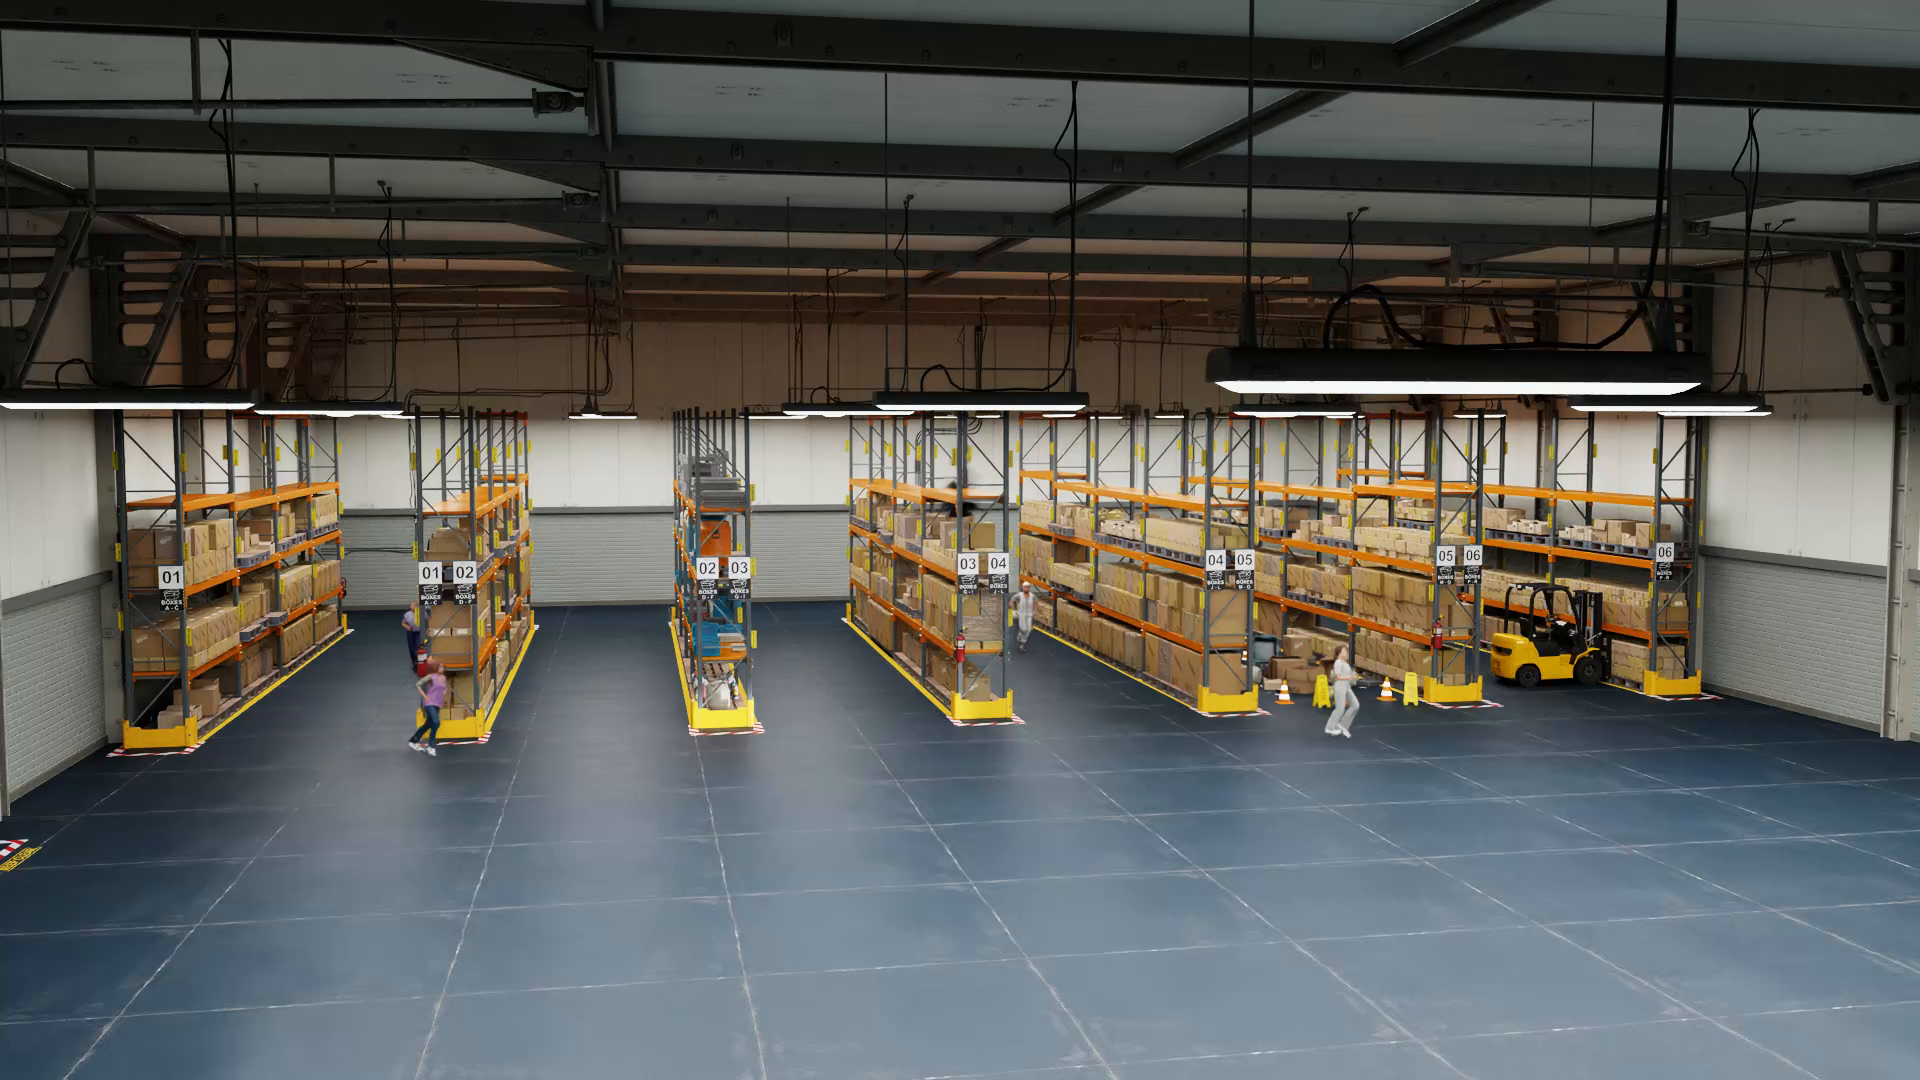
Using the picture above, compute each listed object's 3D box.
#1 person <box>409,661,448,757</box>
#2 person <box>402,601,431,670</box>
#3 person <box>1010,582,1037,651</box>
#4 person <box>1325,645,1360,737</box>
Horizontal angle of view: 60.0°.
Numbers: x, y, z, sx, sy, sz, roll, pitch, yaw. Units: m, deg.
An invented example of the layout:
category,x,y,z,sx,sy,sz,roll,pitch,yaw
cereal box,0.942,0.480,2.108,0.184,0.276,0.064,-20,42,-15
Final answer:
category,x,y,z,sx,sy,sz,roll,pitch,yaw
person,-9.173,2.918,28.781,0.656,1.606,0.583,1,4,20
person,-12.424,2.224,37.987,0.619,1.692,0.691,-1,4,-8
person,1.631,1.908,41.346,0.660,1.736,0.591,-1,4,-20
person,6.963,2.749,30.177,0.654,1.689,0.545,3,5,35
